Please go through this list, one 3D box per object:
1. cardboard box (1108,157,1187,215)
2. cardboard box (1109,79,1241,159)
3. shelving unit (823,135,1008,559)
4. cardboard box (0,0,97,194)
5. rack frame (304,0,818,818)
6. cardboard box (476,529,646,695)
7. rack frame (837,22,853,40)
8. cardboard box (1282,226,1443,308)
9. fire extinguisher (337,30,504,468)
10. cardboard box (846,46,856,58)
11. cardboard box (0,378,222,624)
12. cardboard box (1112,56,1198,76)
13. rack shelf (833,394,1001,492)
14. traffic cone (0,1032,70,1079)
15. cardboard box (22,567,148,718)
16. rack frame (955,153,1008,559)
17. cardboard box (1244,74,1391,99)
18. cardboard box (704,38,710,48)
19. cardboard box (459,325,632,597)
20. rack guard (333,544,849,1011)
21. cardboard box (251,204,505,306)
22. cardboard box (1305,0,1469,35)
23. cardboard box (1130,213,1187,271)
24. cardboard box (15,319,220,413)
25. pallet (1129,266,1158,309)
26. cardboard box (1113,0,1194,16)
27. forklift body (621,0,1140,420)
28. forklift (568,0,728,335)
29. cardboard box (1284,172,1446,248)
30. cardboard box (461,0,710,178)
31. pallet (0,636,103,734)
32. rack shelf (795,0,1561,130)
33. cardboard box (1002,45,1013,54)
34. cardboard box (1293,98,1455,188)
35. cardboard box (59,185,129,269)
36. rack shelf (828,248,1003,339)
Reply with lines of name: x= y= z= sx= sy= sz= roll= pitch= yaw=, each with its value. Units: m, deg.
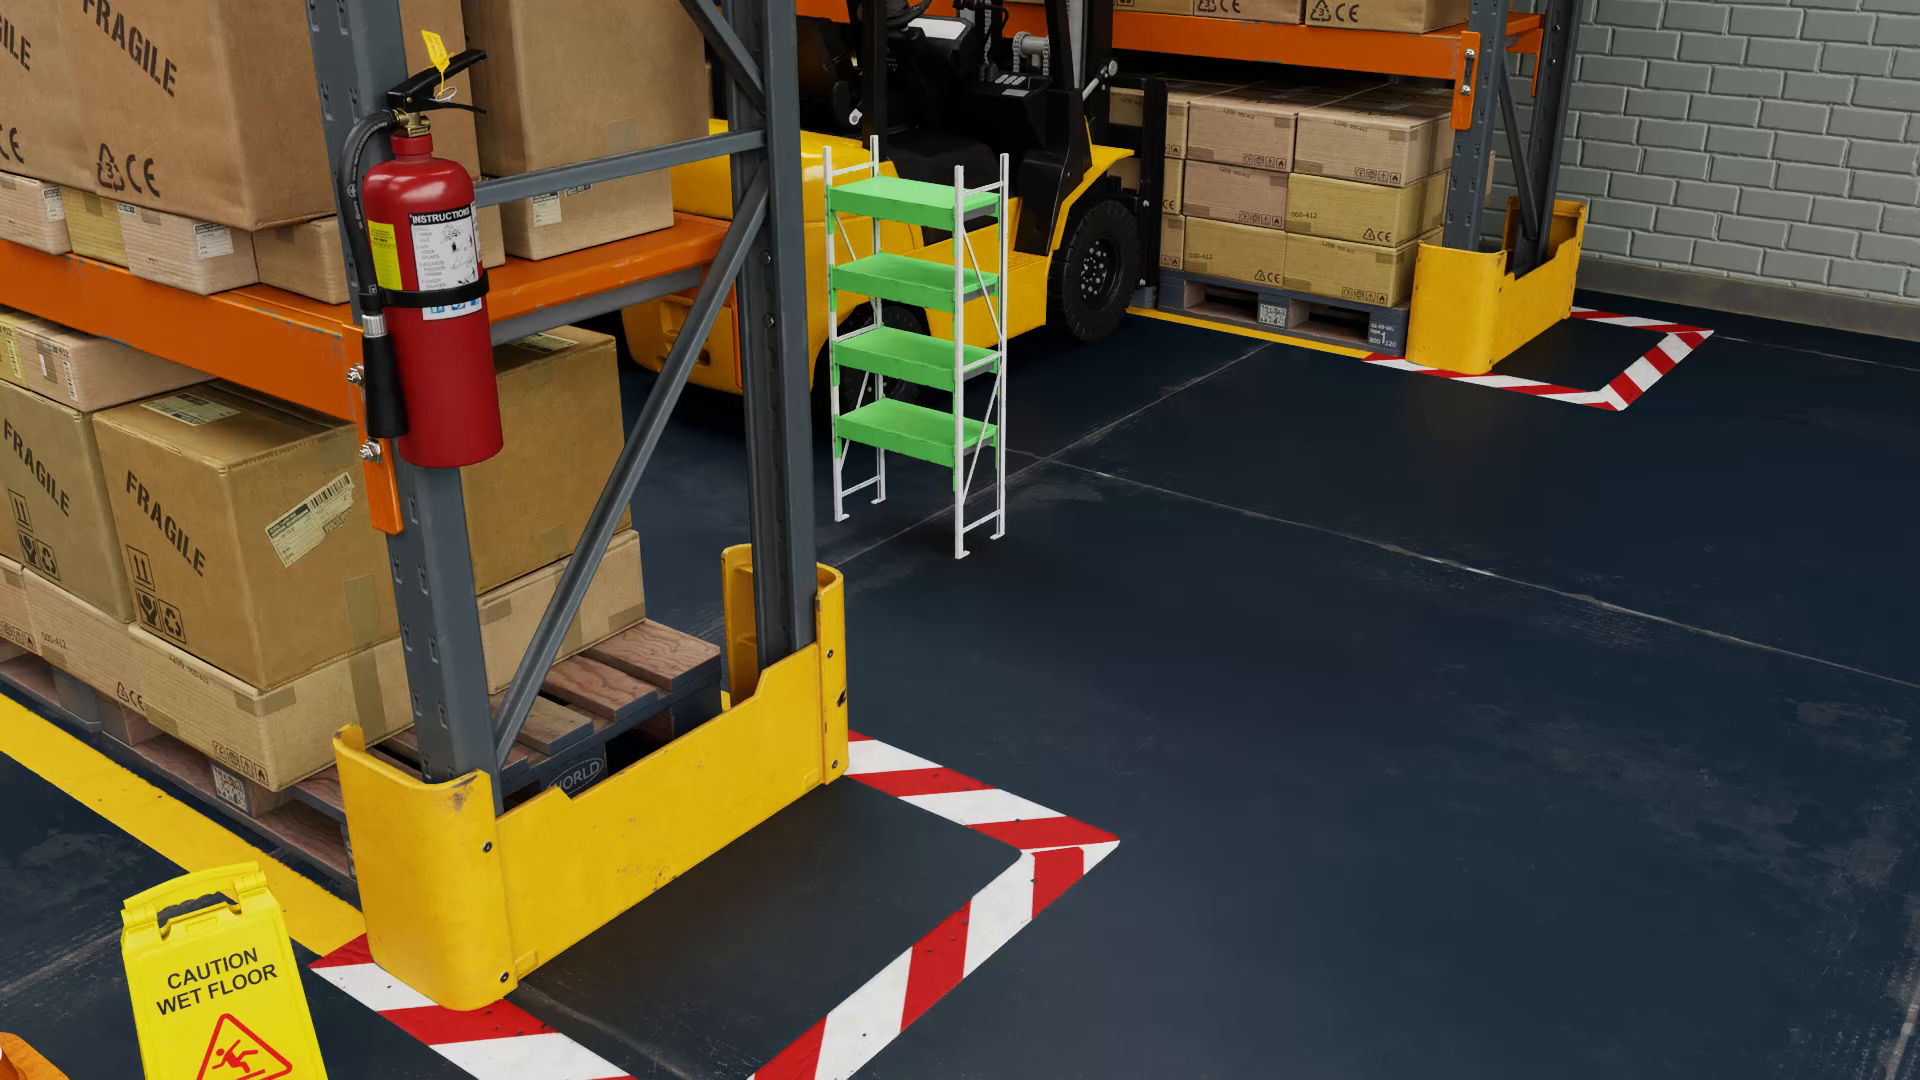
cardboard box: x=0.907 y=-1.693 z=7.642 sx=0.500 sy=0.250 sz=0.500 roll=16 pitch=28 yaw=32
cardboard box: x=0.927 y=-1.913 z=7.521 sx=0.500 sy=0.250 sz=0.500 roll=17 pitch=29 yaw=34
shelving unit: x=-0.132 y=-0.589 z=5.099 sx=0.503 sy=1.200 sz=0.258 roll=17 pitch=29 yaw=33
cardboard box: x=-1.667 y=-1.015 z=3.341 sx=0.500 sy=0.500 sz=0.500 roll=17 pitch=29 yaw=33
rack frame: x=-0.669 y=-0.668 z=3.047 sx=0.127 sy=3.000 sz=1.000 roll=17 pitch=29 yaw=33
cardboard box: x=-1.149 y=0.113 z=4.162 sx=0.500 sy=0.250 sz=0.500 roll=17 pitch=29 yaw=33
rack frame: x=-0.896 y=-3.238 z=8.879 sx=0.127 sy=3.000 sz=1.000 roll=17 pitch=29 yaw=33
cardboard box: x=1.739 y=-1.216 z=7.180 sx=0.500 sy=0.250 sz=0.500 roll=17 pitch=29 yaw=34
fire extinguisher: x=-0.854 y=-0.457 z=2.662 sx=0.183 sy=0.674 sz=0.296 roll=17 pitch=29 yaw=33
cardboard box: x=-0.697 y=-2.411 z=8.652 sx=0.500 sy=0.250 sz=0.500 roll=16 pitch=29 yaw=33
cardboard box: x=-1.886 y=-0.180 z=3.898 sx=0.500 sy=0.500 sz=0.500 roll=18 pitch=30 yaw=35
cardboard box: x=0.832 y=-2.210 z=8.194 sx=0.500 sy=0.250 sz=0.500 roll=16 pitch=28 yaw=32
rack shelf: x=-0.132 y=-0.311 z=5.221 sx=0.480 sy=0.148 sz=0.258 roll=17 pitch=29 yaw=33
traffic cone: x=-1.787 y=0.805 z=2.849 sx=0.334 sy=0.463 sz=0.336 roll=17 pitch=29 yaw=33
cardboard box: x=-1.887 y=0.161 z=4.053 sx=0.500 sy=0.250 sz=0.500 roll=17 pitch=29 yaw=33
rack frame: x=0.063 y=-0.530 z=4.965 sx=0.015 sy=1.200 sz=0.240 roll=17 pitch=29 yaw=33
cardboard box: x=1.632 y=-1.959 z=7.625 sx=0.500 sy=0.250 sz=0.500 roll=17 pitch=29 yaw=33
cardboard box: x=-1.937 y=-2.656 z=9.983 sx=0.625 sy=0.625 sz=0.875 roll=16 pitch=29 yaw=33
cardboard box: x=-1.168 y=-0.235 z=4.023 sx=0.500 sy=0.500 sz=0.500 roll=16 pitch=28 yaw=32
rack guard: x=-0.730 y=0.457 z=3.592 sx=0.348 sy=0.500 sz=1.175 roll=17 pitch=29 yaw=33
cardboard box: x=-1.097 y=-0.575 z=3.146 sx=0.250 sy=0.149 sz=0.380 roll=18 pitch=29 yaw=35
cardboard box: x=1.753 y=-2.351 z=6.741 sx=0.500 sy=0.500 sz=0.500 roll=16 pitch=28 yaw=32
cardboard box: x=0.952 y=-1.463 z=7.741 sx=0.500 sy=0.250 sz=0.500 roll=17 pitch=29 yaw=34
cardboard box: x=-1.801 y=-0.419 z=3.635 sx=0.250 sy=0.149 sz=0.380 roll=18 pitch=29 yaw=35
pallet: x=0.696 y=-1.461 z=8.305 sx=1.213 sy=0.211 sz=1.003 roll=17 pitch=29 yaw=33
cardboard box: x=0.934 y=-2.603 z=7.314 sx=0.500 sy=0.500 sz=0.500 roll=16 pitch=29 yaw=32
forklift body: x=-0.307 y=-1.752 z=6.559 sx=1.214 sy=2.155 sz=2.313 roll=17 pitch=29 yaw=33
forklift: x=-1.542 y=-2.314 z=6.868 sx=3.031 sy=2.935 sz=1.130 roll=14 pitch=27 yaw=29
cardboard box: x=1.728 y=-1.450 z=7.091 sx=0.500 sy=0.250 sz=0.500 roll=16 pitch=29 yaw=33
cardboard box: x=-0.882 y=-1.054 z=3.430 sx=0.500 sy=0.500 sz=0.500 roll=16 pitch=29 yaw=33
pallet: x=-2.331 y=0.086 z=4.792 sx=1.213 sy=0.211 sz=1.003 roll=17 pitch=29 yaw=33
rack shelf: x=0.704 y=-2.425 z=7.926 sx=4.000 sy=0.370 sz=1.077 roll=17 pitch=29 yaw=33
cardboard box: x=0.028 y=-2.455 z=8.751 sx=0.500 sy=0.250 sz=0.500 roll=16 pitch=29 yaw=33
cardboard box: x=1.749 y=-1.673 z=6.976 sx=0.500 sy=0.250 sz=0.500 roll=18 pitch=29 yaw=35
cardboard box: x=-1.558 y=-0.669 z=3.360 sx=0.250 sy=0.149 sz=0.380 roll=16 pitch=29 yaw=32
rack shelf: x=-0.132 y=-0.750 z=5.028 sx=0.480 sy=0.148 sz=0.258 roll=17 pitch=29 yaw=33
